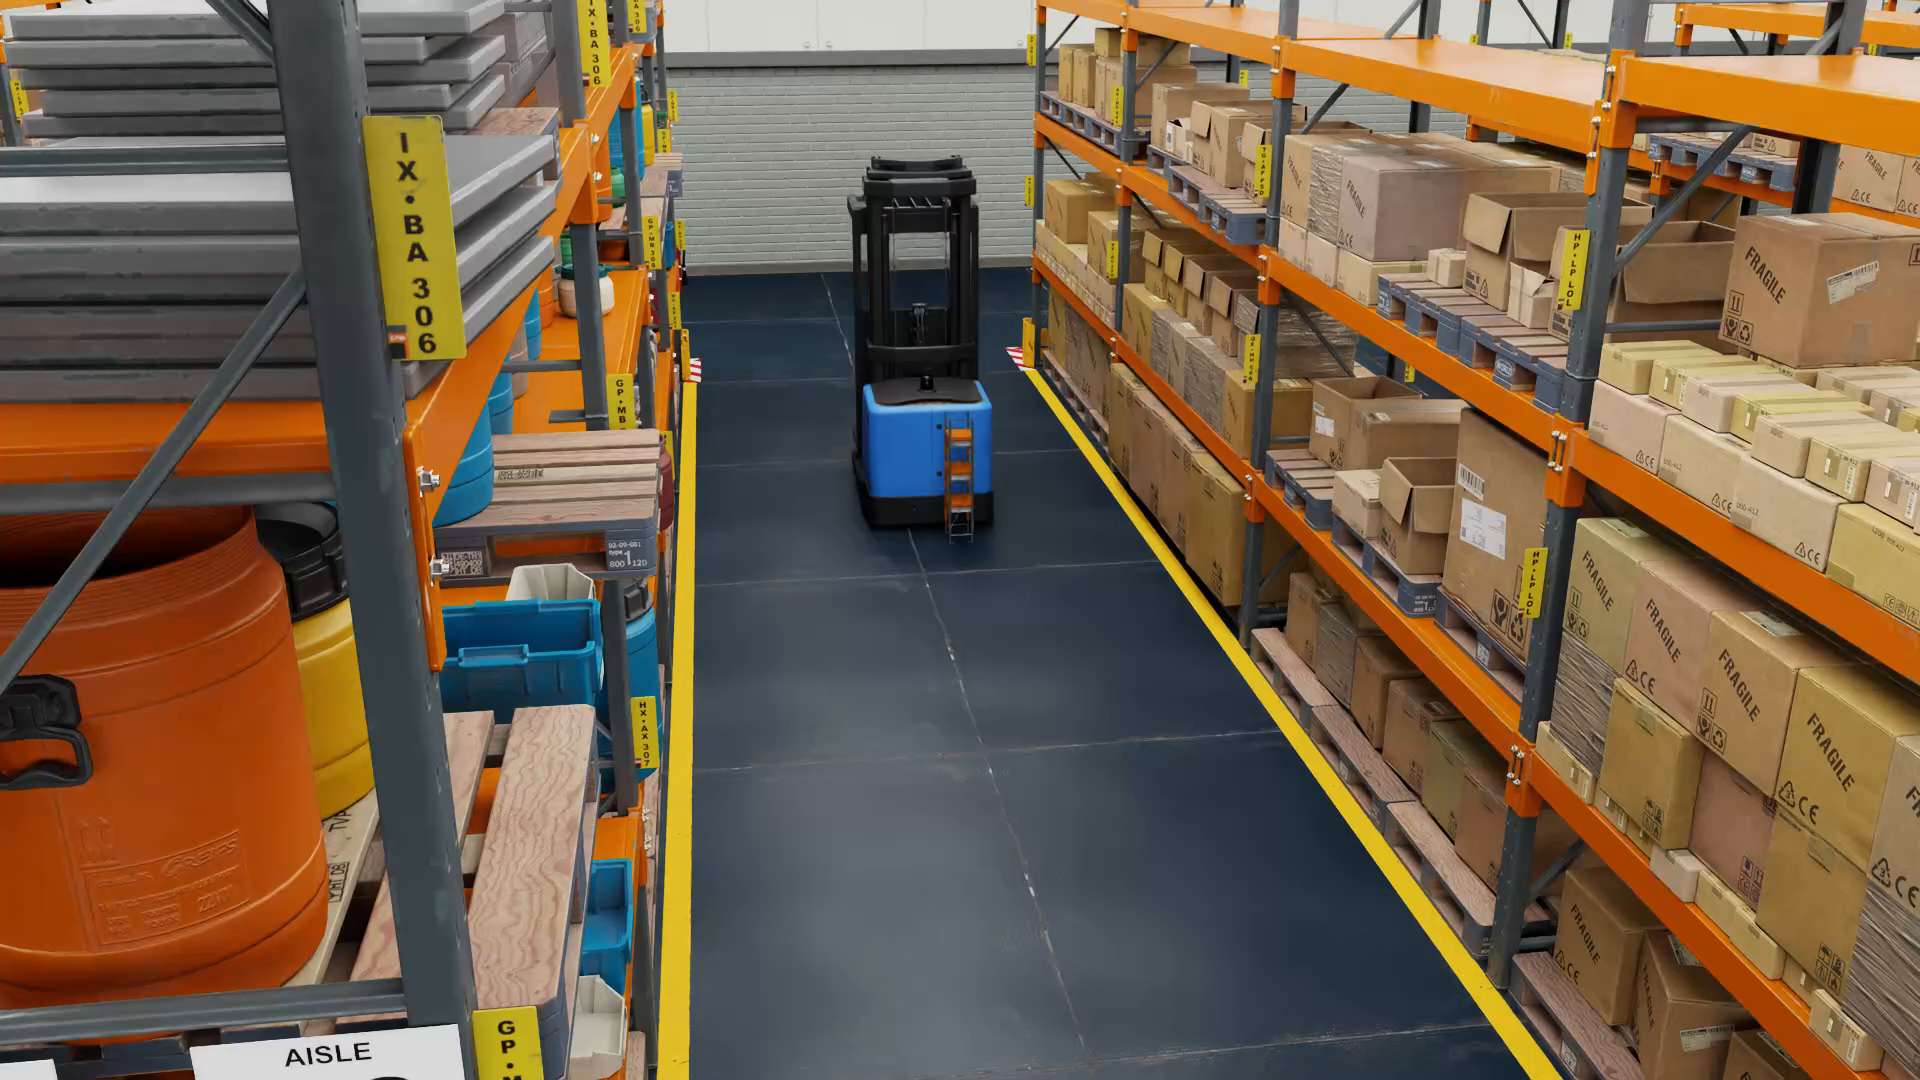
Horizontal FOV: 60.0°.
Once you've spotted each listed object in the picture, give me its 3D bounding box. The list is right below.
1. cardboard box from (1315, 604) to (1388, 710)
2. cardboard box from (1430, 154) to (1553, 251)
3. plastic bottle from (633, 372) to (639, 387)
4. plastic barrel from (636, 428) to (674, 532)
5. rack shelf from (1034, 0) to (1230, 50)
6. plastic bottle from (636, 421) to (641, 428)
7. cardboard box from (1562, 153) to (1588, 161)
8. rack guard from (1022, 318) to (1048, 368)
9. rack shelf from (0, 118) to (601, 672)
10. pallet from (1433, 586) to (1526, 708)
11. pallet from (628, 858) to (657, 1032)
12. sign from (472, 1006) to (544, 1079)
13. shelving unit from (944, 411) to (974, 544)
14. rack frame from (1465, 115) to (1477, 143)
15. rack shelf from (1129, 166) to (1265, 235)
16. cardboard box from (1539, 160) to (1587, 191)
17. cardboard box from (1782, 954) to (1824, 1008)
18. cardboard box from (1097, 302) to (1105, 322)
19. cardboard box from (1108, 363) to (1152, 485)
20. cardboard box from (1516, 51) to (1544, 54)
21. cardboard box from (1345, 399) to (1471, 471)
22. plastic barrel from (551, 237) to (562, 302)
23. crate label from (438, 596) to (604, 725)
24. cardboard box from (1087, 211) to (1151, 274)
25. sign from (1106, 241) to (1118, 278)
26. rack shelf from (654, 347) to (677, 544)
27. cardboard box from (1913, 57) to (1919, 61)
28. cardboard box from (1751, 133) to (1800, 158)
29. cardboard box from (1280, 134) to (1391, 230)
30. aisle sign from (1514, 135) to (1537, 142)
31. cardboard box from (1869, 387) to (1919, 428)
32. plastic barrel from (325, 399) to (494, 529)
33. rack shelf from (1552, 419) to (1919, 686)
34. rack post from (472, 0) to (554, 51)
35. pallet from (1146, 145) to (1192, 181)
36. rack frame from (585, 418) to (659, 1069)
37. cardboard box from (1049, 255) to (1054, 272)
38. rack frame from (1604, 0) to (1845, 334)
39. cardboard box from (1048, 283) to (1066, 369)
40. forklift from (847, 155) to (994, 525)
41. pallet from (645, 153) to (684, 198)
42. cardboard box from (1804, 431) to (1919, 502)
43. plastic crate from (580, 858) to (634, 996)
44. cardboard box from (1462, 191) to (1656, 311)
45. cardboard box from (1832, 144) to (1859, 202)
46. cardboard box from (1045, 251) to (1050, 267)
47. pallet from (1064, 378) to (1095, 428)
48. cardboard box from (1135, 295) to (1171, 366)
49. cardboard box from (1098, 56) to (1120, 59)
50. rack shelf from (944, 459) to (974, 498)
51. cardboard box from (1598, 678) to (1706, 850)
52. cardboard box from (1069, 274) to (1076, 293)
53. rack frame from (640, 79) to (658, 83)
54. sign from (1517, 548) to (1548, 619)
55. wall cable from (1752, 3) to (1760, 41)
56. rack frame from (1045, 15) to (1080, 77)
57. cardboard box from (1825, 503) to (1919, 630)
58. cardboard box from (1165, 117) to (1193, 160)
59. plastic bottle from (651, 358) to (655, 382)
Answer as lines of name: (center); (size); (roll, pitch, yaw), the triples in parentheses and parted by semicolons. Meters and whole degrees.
cardboard box: (2.683, 0.705, 10.484); (0.700, 0.500, 0.500); (-5, 21, -12)
cardboard box: (2.931, -1.866, 9.281); (0.500, 0.500, 0.500); (-3, 21, -7)
plastic bottle: (-2.389, -1.111, 12.473); (0.144, 0.351, 0.185); (-3, 21, -8)
plastic barrel: (-2.060, -0.350, 10.173); (0.600, 0.536, 0.708); (-3, 21, -8)
rack shelf: (1.609, -5.045, 15.963); (1.077, 0.370, 4.000); (-3, 21, -8)
plastic bottle: (-2.236, -0.700, 11.481); (0.152, 0.276, 0.135); (-3, 21, -8)
cardboard box: (6.713, -3.821, 17.661); (0.500, 0.500, 0.500); (-2, 21, -5)
rack guard: (1.317, -2.289, 19.130); (1.175, 0.500, 0.348); (-3, 21, -8)
rack shelf: (-1.562, -0.641, 4.170); (1.077, 0.370, 4.000); (-3, 21, -8)
pallet: (3.085, 0.521, 8.308); (1.003, 0.211, 1.213); (-3, 21, -8)
pallet: (-2.002, 1.989, 8.088); (1.003, 0.211, 1.213); (-3, 21, -8)
sign: (-0.729, 0.902, 2.714); (0.100, 0.325, 0.005); (-3, 21, -8)
shelving unit: (-0.008, -0.510, 13.582); (0.215, 1.050, 0.252); (-3, 21, -8)
rack frame: (6.244, -3.667, 19.247); (1.000, 3.000, 0.127); (-3, 21, -8)
rack shelf: (2.186, -2.534, 12.676); (0.919, 0.124, 3.809); (-3, 21, -8)
cardboard box: (6.255, -3.621, 17.126); (0.500, 0.500, 0.500); (-4, 21, -9)
cardboard box: (3.094, 1.513, 5.736); (0.380, 0.149, 0.250); (-3, 21, -8)
cardboard box: (1.492, -2.127, 15.484); (0.380, 0.149, 0.250); (-3, 21, -7)
cardboard box: (2.010, -1.048, 14.670); (1.225, 0.875, 0.875); (-3, 21, -8)
cardboard box: (6.084, -5.210, 18.021); (0.380, 0.149, 0.250); (-2, 21, -6)
cardboard box: (2.771, -0.552, 10.165); (0.700, 0.500, 0.500); (0, 20, 0)
plastic barrel: (-2.523, -1.777, 9.183); (0.600, 0.901, 0.600); (0, 20, 0)
crate label: (-1.217, 0.338, 4.451); (0.502, 0.251, 0.408); (-3, 21, -8)
cardboard box: (1.499, -2.807, 15.661); (0.500, 0.500, 0.500); (-3, 21, -7)
sign: (1.349, -2.481, 14.721); (0.100, 0.325, 0.005); (-3, 21, -8)
rack shelf: (-2.715, -0.788, 12.566); (1.077, 0.370, 4.000); (-3, 21, -8)
cardboard box: (11.281, -5.379, 19.014); (0.500, 0.250, 0.500); (-5, 21, -13)
cardboard box: (6.913, -3.391, 13.473); (0.797, 0.503, 0.637); (-3, 21, -8)
cardboard box: (2.287, -2.192, 10.154); (0.500, 0.500, 0.500); (-3, 21, -7)
aisle sign: (6.530, -4.925, 18.900); (0.394, 0.787, 0.004); (-3, 21, -8)
cardboard box: (3.519, -0.447, 5.983); (0.380, 0.149, 0.250); (-4, 21, -9)
plastic barrel: (-1.813, -0.534, 5.255); (0.600, 0.901, 0.708); (-3, 21, -8)
rack shelf: (3.339, 0.327, 5.294); (1.077, 0.370, 4.000); (-3, 21, -8)
rack post: (-2.231, -2.628, 7.606); (0.935, 0.934, 2.738); (-3, 21, -8)
pallet: (2.078, -3.067, 13.628); (0.805, 0.209, 1.217); (-4, 21, -10)
rack frame: (-1.851, 0.953, 6.878); (1.000, 3.000, 0.127); (-3, 21, -8)
cardboard box: (1.160, -2.927, 17.624); (0.380, 0.149, 0.250); (-3, 21, -9)
rack frame: (3.054, -2.107, 6.497); (0.949, 2.616, 0.053); (-3, 21, -8)
cardboard box: (1.492, -2.436, 18.387); (0.875, 0.875, 0.875); (-3, 21, -8)
forklift: (-0.412, -1.974, 14.813); (1.130, 2.935, 3.031); (-2, 21, -7)
pallet: (-2.794, -2.867, 13.089); (1.213, 0.211, 1.003); (-3, 21, -8)
cardboard box: (3.018, -0.241, 5.432); (0.380, 0.149, 0.250); (-3, 21, -9)
plastic crate: (-1.422, 1.392, 5.915); (0.499, 0.251, 0.616); (-3, 21, -8)
cardboard box: (2.944, -1.441, 8.253); (0.797, 0.503, 0.637); (-2, 21, -6)
cardboard box: (6.910, -2.880, 12.709); (0.500, 0.500, 0.500); (-3, 21, -8)
cardboard box: (-2.849, -0.911, 11.724); (10.414, 0.500, 11.691); (-3, 21, -9)
pallet: (1.686, -1.451, 17.299); (1.003, 0.211, 1.213); (-3, 21, -8)
cardboard box: (1.790, -1.768, 14.019); (0.500, 0.500, 0.500); (-3, 21, -8)
cardboard box: (1.717, -4.405, 16.050); (0.700, 0.500, 0.500); (-2, 21, -5)
rack shelf: (-0.008, -0.500, 13.586); (0.215, 0.259, 0.240); (-3, 21, -8)
cardboard box: (3.236, 0.963, 5.569); (0.875, 1.000, 2.500); (-3, 21, -8)
cardboard box: (1.308, -2.571, 16.672); (0.380, 0.149, 0.250); (-3, 21, -7)
rack frame: (-3.577, -6.012, 16.953); (0.949, 2.616, 0.053); (-3, 21, -8)
sign: (2.502, 0.190, 7.266); (0.100, 0.325, 0.005); (-3, 21, -8)
wall cable: (10.773, -8.754, 24.293); (2.355, 3.000, 0.029); (-3, 21, -8)
rack frame: (1.324, -6.262, 17.622); (0.949, 2.616, 0.053); (-3, 21, -8)
cardboard box: (3.088, 0.074, 5.157); (0.500, 0.250, 0.500); (-3, 21, -9)
cardboard box: (1.967, -3.243, 13.351); (0.500, 0.311, 0.500); (-4, 21, -10)
plastic bottle: (-2.502, -1.338, 13.188); (0.152, 0.276, 0.135); (-3, 21, -8)
